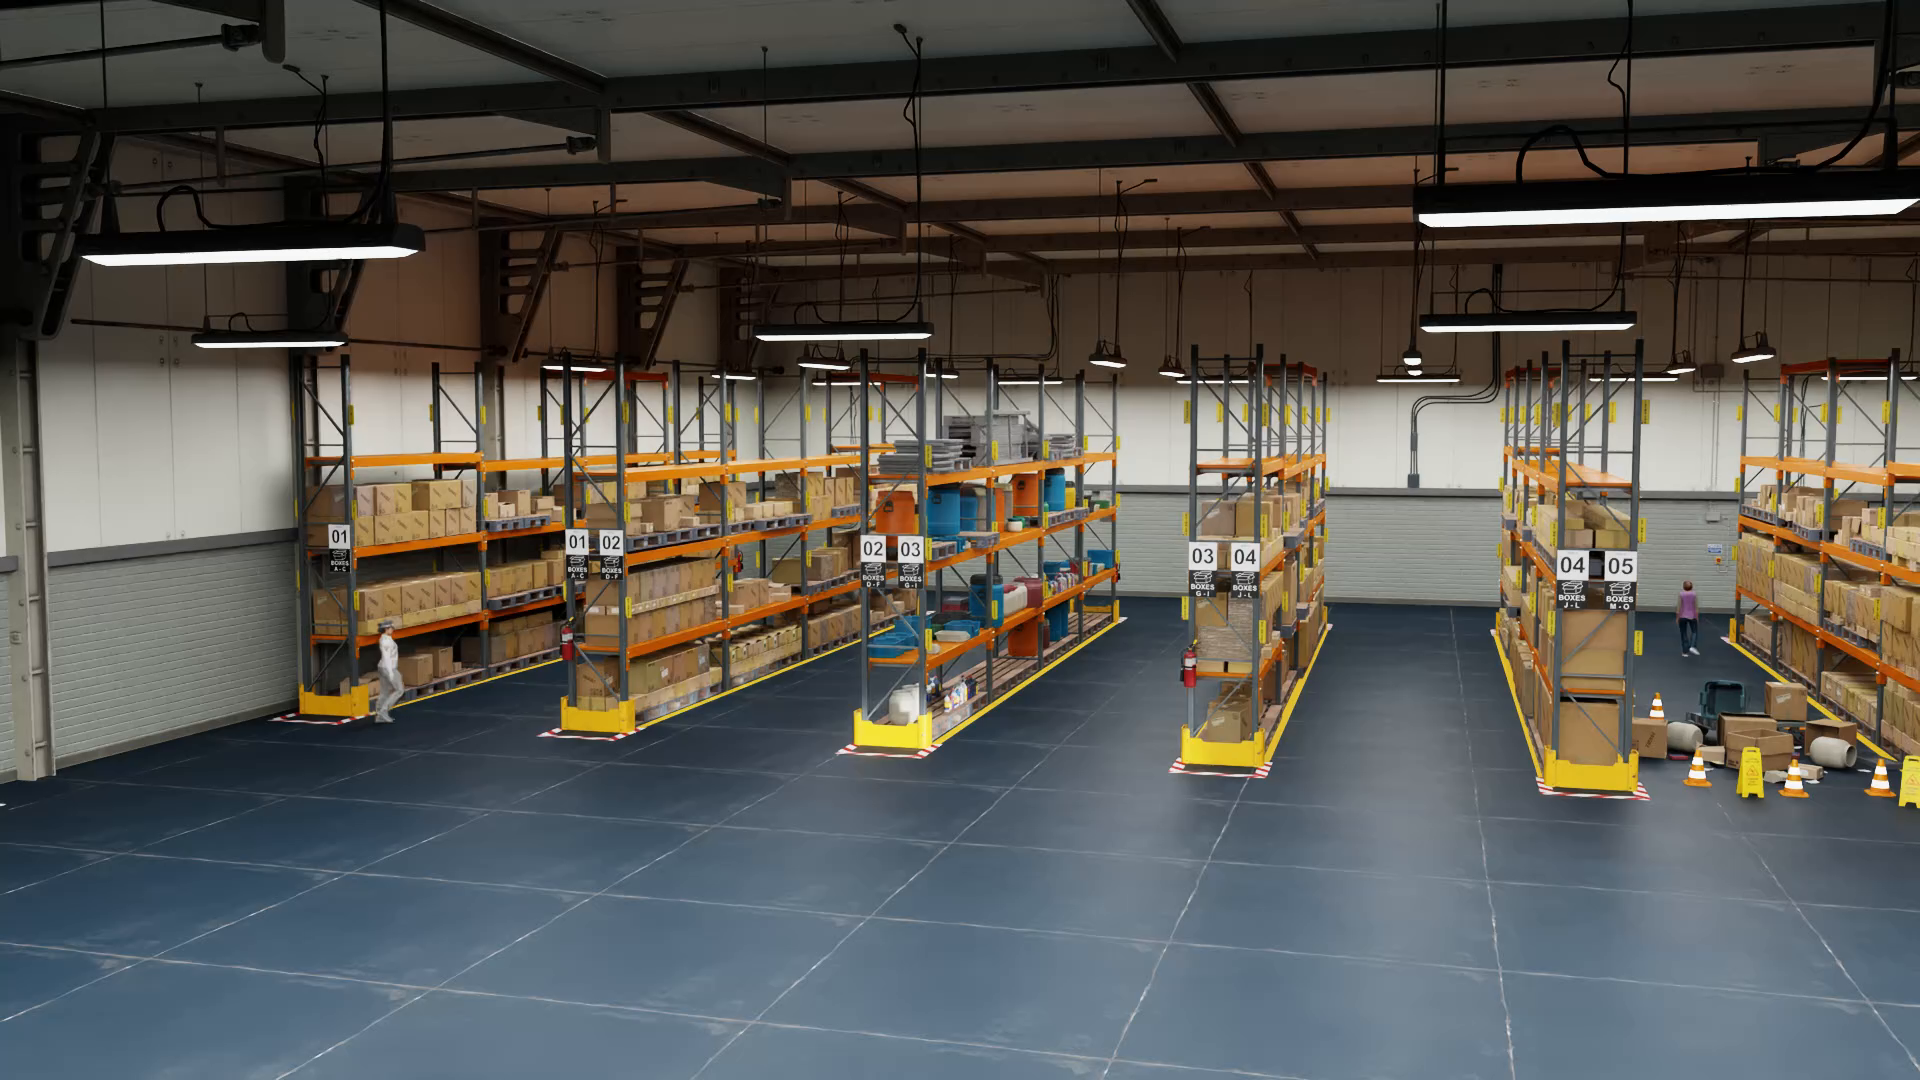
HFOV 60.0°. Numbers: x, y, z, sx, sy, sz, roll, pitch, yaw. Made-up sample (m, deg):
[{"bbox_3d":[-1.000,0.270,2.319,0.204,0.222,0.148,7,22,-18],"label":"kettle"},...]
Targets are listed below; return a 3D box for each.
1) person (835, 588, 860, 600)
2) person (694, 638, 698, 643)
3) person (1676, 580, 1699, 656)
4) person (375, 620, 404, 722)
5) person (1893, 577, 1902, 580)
[{"bbox_3d":[-2.807,0.879,43.183,0.973,1.712,0.472,0,4,0],"label":"person"},{"bbox_3d":[-5.456,1.633,33.838,0.656,1.669,0.702,2,5,25],"label":"person"},{"bbox_3d":[15.072,1.630,34.433,0.458,1.595,0.441,1,4,15],"label":"person"},{"bbox_3d":[-9.329,2.138,27.065,0.429,1.652,0.580,-3,5,-36],"label":"person"},{"bbox_3d":[19.327,1.596,34.295,0.487,1.670,0.449,-2,5,-25],"label":"person"}]
